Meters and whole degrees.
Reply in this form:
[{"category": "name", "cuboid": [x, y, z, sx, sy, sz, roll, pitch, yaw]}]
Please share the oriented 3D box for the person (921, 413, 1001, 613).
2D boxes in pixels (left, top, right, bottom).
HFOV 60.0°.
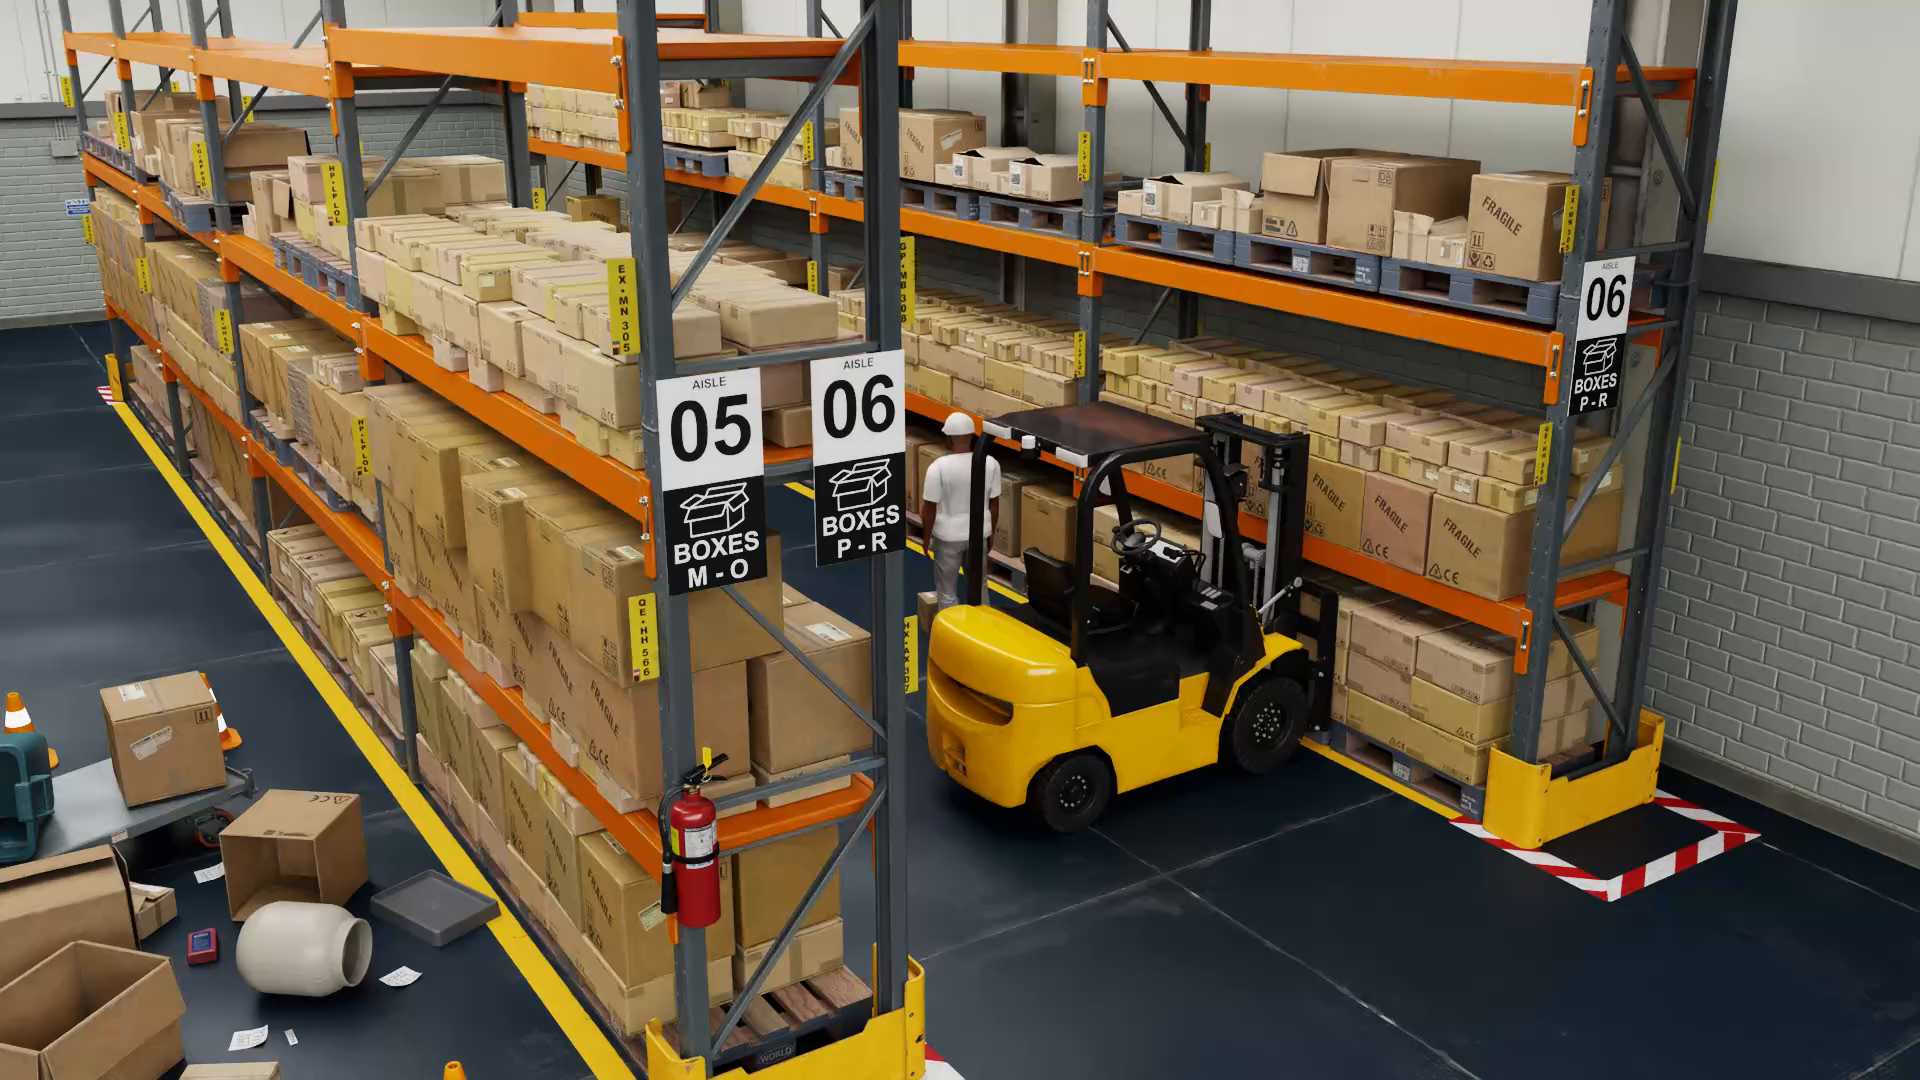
[{"category": "person", "cuboid": [0.000, -0.031, 11.613, 0.565, 1.763, 0.355, -6, 19, -18]}]
